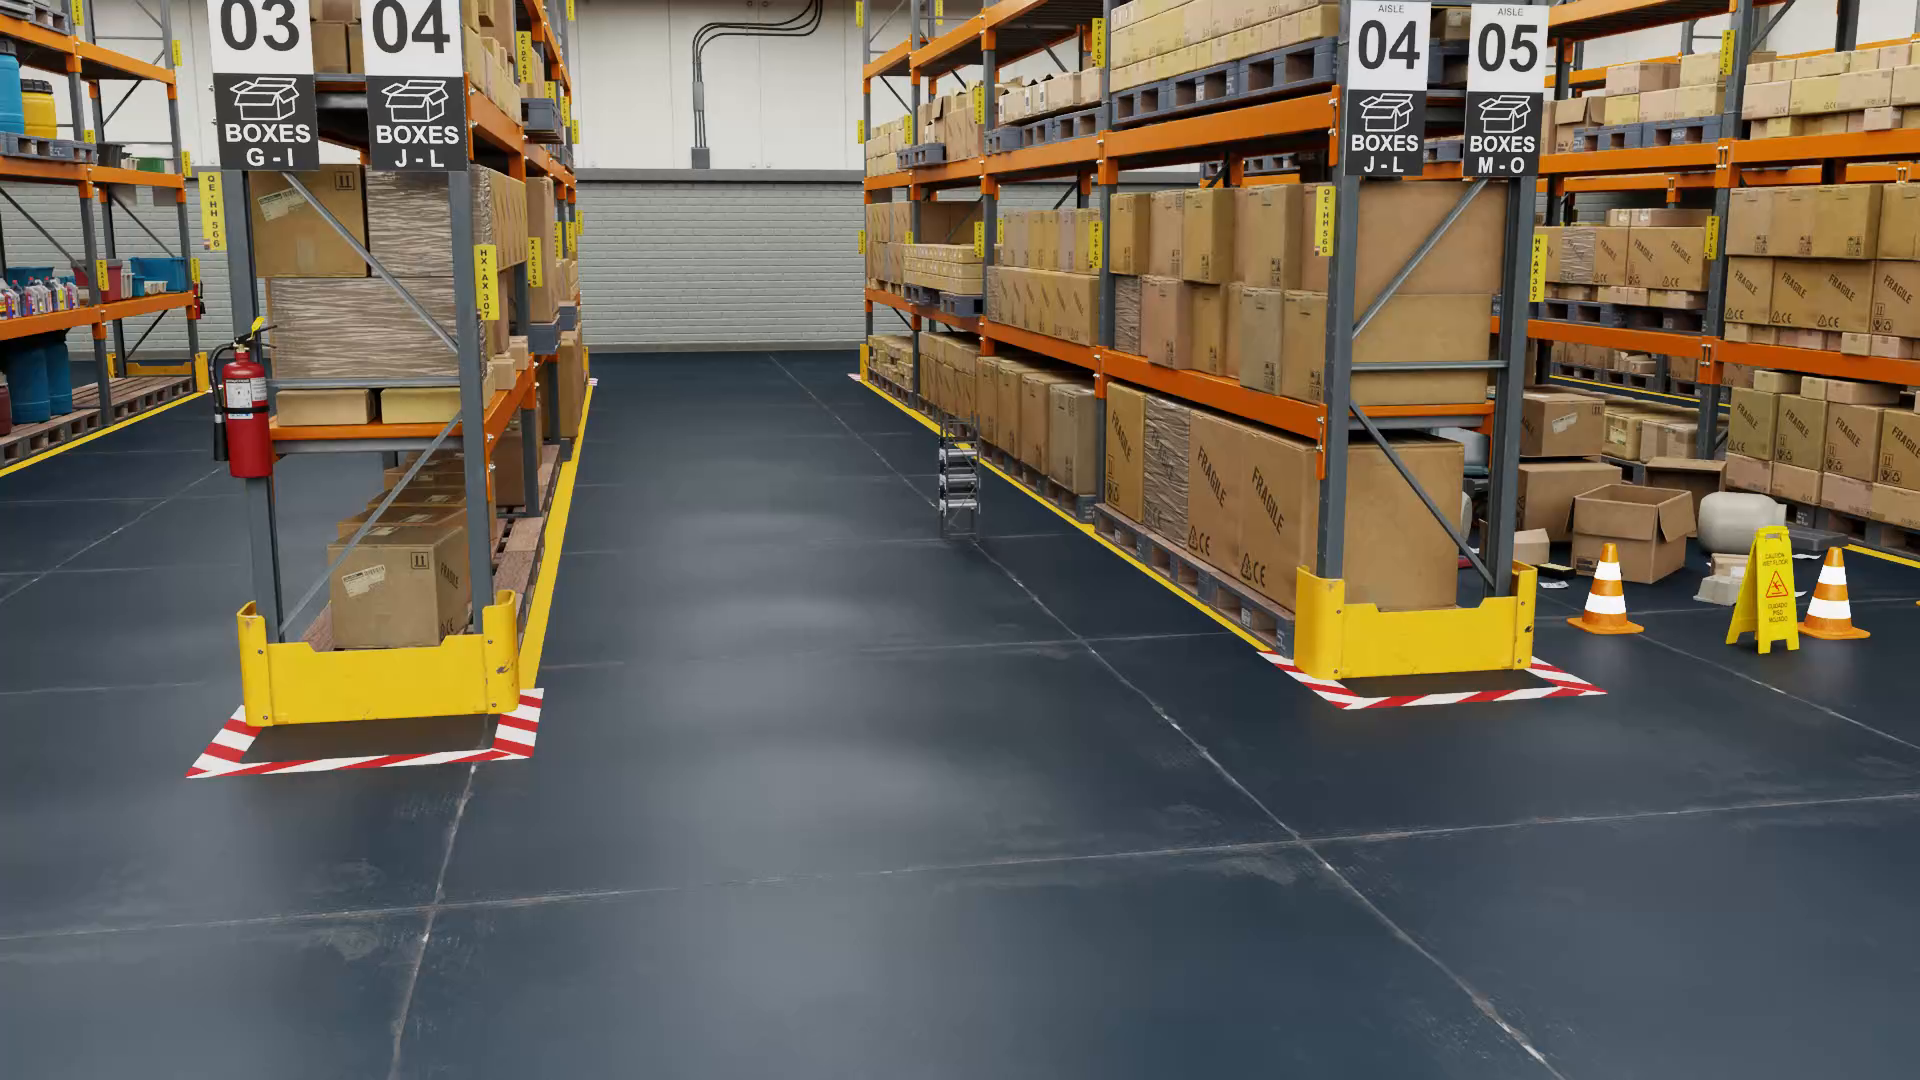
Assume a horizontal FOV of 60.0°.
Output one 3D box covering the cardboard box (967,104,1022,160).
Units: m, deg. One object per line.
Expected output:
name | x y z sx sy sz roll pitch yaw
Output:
cardboard box | 0.356 -3.932 16.042 0.500 0.500 0.500 -2 11 -11

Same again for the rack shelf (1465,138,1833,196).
rack shelf | 5.941 -3.266 14.733 1.077 0.370 4.000 -2 11 -11

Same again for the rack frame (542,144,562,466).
rack frame | -4.168 -2.152 14.980 1.000 3.000 0.127 -2 11 -11

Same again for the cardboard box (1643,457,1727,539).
cardboard box | 5.204 -0.306 11.960 0.500 0.500 0.500 6 12 28

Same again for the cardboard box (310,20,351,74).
cardboard box | -2.955 -2.164 7.421 0.500 0.250 0.500 -2 11 -10

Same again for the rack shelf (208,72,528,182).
rack shelf | -3.001 -2.172 8.985 1.077 0.370 4.000 -2 11 -11

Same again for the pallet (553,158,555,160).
pallet | -4.566 -3.854 16.404 1.003 0.211 1.213 -2 11 -8

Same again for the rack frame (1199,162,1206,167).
rack frame | 3.996 -6.927 24.021 1.000 3.000 0.127 -2 11 -11

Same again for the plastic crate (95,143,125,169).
plastic crate | -9.777 -4.353 18.869 0.497 0.269 0.590 -2 11 -11

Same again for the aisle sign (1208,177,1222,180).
aisle sign | 3.698 -5.259 24.353 0.394 0.787 0.004 -2 11 -11

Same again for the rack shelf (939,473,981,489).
rack shelf | -0.002 -0.411 11.626 0.258 0.077 0.200 -2 11 -11

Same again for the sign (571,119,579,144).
sign | -5.189 -5.506 22.423 0.100 0.325 0.005 -2 11 -11

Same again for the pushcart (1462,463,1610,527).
pushcart | 4.104 -0.398 12.780 1.648 0.377 0.936 -6 13 -31

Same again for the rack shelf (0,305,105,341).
rack shelf | -9.416 -1.985 16.028 1.077 0.370 4.000 -2 11 -11

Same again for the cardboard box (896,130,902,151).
cardboard box | -0.490 -4.864 20.271 0.500 0.250 0.500 -3 11 -13

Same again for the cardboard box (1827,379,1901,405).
cardboard box | 6.303 -1.035 11.600 0.380 0.149 0.250 -1 11 -8

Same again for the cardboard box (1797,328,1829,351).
cardboard box | 6.272 -1.447 11.949 0.380 0.149 0.250 -2 11 -9

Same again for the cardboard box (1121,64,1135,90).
cardboard box | 1.284 -3.059 11.005 0.380 0.149 0.250 -2 11 -11

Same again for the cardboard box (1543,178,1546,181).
cardboard box | 8.808 -5.349 24.427 0.380 0.149 0.250 -2 11 -11

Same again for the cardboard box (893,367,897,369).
cardboard box | -0.658 -2.153 21.486 0.380 0.149 0.250 -2 11 -10

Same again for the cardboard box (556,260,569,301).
cardboard box | -4.498 -2.768 17.948 0.500 0.500 0.500 -2 11 -9

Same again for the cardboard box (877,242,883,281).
cardboard box | -0.811 -3.696 22.031 0.500 0.500 0.500 -2 11 -10

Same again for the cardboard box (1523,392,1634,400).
cardboard box | 5.804 -1.189 15.824 0.950 0.372 0.625 -2 11 -12

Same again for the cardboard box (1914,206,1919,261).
cardboard box | 6.504 -2.000 10.445 0.700 0.500 0.500 -2 11 -12

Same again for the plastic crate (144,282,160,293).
plastic crate | -10.204 -3.142 20.728 0.396 0.136 0.243 -2 11 -11

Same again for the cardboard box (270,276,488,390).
cardboard box | -2.692 -0.982 7.769 0.875 0.500 0.500 -2 11 -11

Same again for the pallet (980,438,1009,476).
pallet | 0.796 -0.797 15.317 1.003 0.211 1.213 -2 11 -11

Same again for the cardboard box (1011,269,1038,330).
cardboard box | 0.738 -2.085 14.361 0.500 0.500 0.500 -2 11 -11

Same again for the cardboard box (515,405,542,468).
cardboard box | -3.781 -0.813 13.454 0.700 0.500 0.500 -1 11 -6

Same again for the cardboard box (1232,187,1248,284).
cardboard box | 2.065 -1.725 9.449 0.875 0.550 0.550 -2 11 -11

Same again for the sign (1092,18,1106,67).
sign | 0.964 -3.441 11.504 0.100 0.325 0.005 -2 11 -11

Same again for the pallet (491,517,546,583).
pallet | -3.225 0.074 10.746 1.003 0.211 1.213 -2 11 -11

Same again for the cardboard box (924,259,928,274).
cardboard box | -0.176 -2.947 17.910 0.380 0.149 0.250 -2 11 -12

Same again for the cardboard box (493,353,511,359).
cardboard box | -2.783 -0.990 9.550 0.380 0.149 0.250 -2 11 -11

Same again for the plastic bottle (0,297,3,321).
plastic bottle | -8.950 -2.174 15.438 0.097 0.271 0.097 0 11 0

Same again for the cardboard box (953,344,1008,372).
cardboard box | 0.217 -1.869 17.048 0.500 0.250 0.500 -2 11 -10

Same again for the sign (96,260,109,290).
sign | -9.265 -2.861 17.965 0.100 0.325 0.005 -2 11 -11

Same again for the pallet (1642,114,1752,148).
pallet | 6.315 -3.277 13.371 1.213 0.211 1.003 -2 11 -11

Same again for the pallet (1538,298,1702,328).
pallet | 5.978 -2.056 14.992 1.003 0.211 1.213 -2 11 -11

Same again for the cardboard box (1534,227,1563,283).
cardboard box | 5.631 -2.630 15.308 0.500 0.500 0.500 -2 11 -10

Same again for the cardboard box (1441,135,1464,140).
cardboard box | 5.331 -4.306 16.878 0.797 0.503 0.637 -3 11 -15

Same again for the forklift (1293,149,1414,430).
forklift | 3.533 -1.862 13.638 1.130 2.935 3.031 -6 12 -30

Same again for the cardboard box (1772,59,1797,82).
cardboard box | 6.151 -3.404 12.076 0.380 0.149 0.250 -2 11 -9

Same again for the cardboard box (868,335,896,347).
cardboard box | -1.071 -2.771 23.141 0.380 0.149 0.250 -3 11 -14

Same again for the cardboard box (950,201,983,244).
cardboard box | 0.090 -3.825 20.035 0.500 0.500 0.500 -2 11 -10

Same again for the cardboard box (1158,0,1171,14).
cardboard box | 1.432 -3.311 10.198 0.380 0.149 0.250 -2 11 -10

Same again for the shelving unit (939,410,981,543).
shelving unit | -0.002 -0.444 11.620 0.258 0.900 0.210 -2 11 -11

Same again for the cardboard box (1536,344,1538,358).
cardboard box | 8.891 -3.025 25.121 0.797 0.503 0.637 -3 11 -13

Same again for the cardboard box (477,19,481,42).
cardboard box | -2.591 -2.529 8.276 0.380 0.149 0.250 -2 11 -11

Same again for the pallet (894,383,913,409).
pallet | -0.227 -1.799 20.586 1.003 0.211 1.213 -2 11 -11

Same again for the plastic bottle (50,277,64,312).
plastic bottle | -9.305 -2.524 17.069 0.144 0.351 0.185 -2 11 -11

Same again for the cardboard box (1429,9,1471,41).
cardboard box | 2.520 -2.527 8.207 0.380 0.149 0.250 -2 11 -11

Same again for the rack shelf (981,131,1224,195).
rack shelf | 1.106 -3.067 13.690 1.077 0.370 4.000 -2 11 -11

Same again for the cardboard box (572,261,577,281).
cardboard box | -5.272 -3.519 21.770 0.500 0.250 0.500 -2 11 -12

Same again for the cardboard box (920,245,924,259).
cardboard box | -0.232 -3.143 18.143 0.380 0.149 0.250 -2 11 -11

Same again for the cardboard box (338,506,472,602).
cardboard box | -2.867 0.114 8.640 0.500 0.500 0.500 1 11 4

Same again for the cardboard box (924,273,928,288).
cardboard box | -0.177 -2.802 17.944 0.380 0.149 0.250 -2 11 -12
